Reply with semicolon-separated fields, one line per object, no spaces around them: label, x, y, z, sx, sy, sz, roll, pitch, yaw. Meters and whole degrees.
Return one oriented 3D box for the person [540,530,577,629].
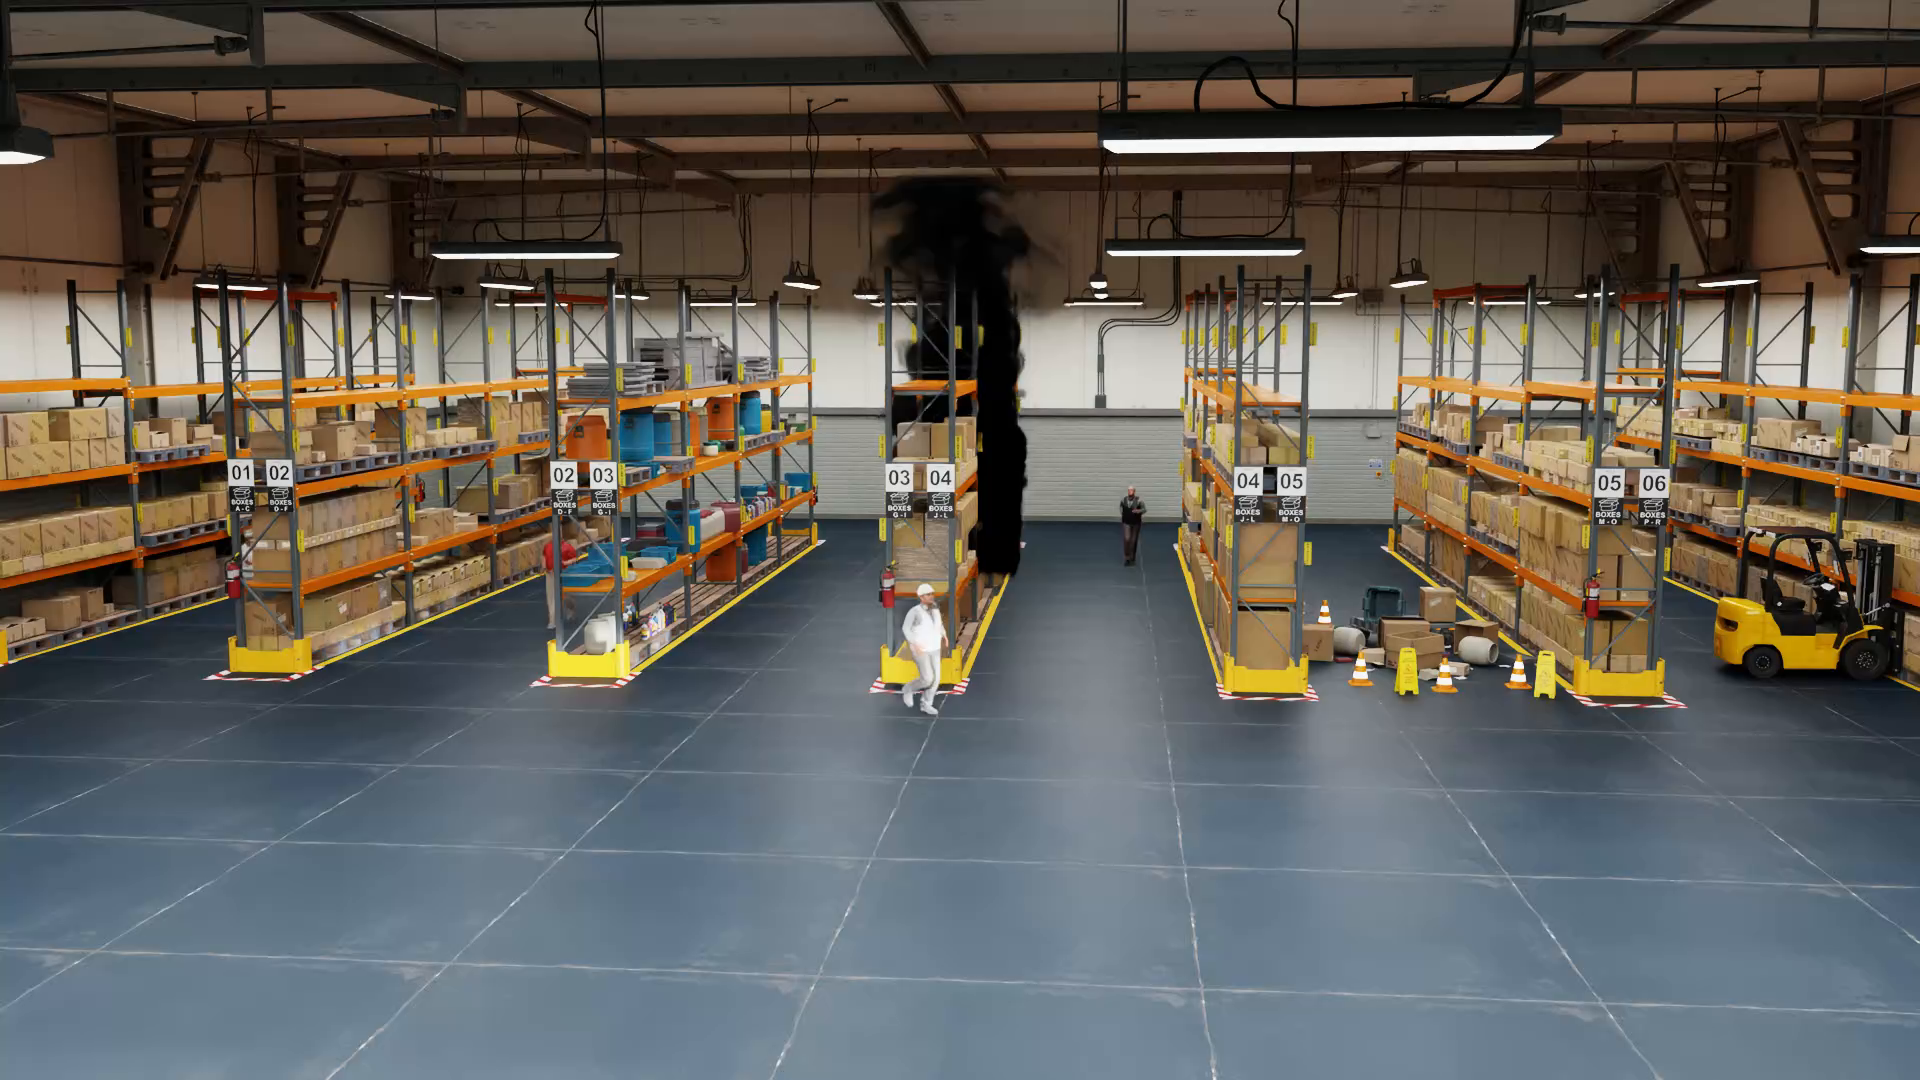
person;-6.975;0.677;28.881;0.673;1.630;0.944;0;7;3

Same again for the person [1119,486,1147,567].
person;3.821;-0.318;36.810;0.636;1.766;0.858;1;7;11

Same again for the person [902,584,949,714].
person;-0.474;1.448;22.292;0.579;1.749;0.680;7;10;44

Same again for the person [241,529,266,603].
person;-12.263;0.651;28.773;0.572;1.694;0.935;-1;7;-4
